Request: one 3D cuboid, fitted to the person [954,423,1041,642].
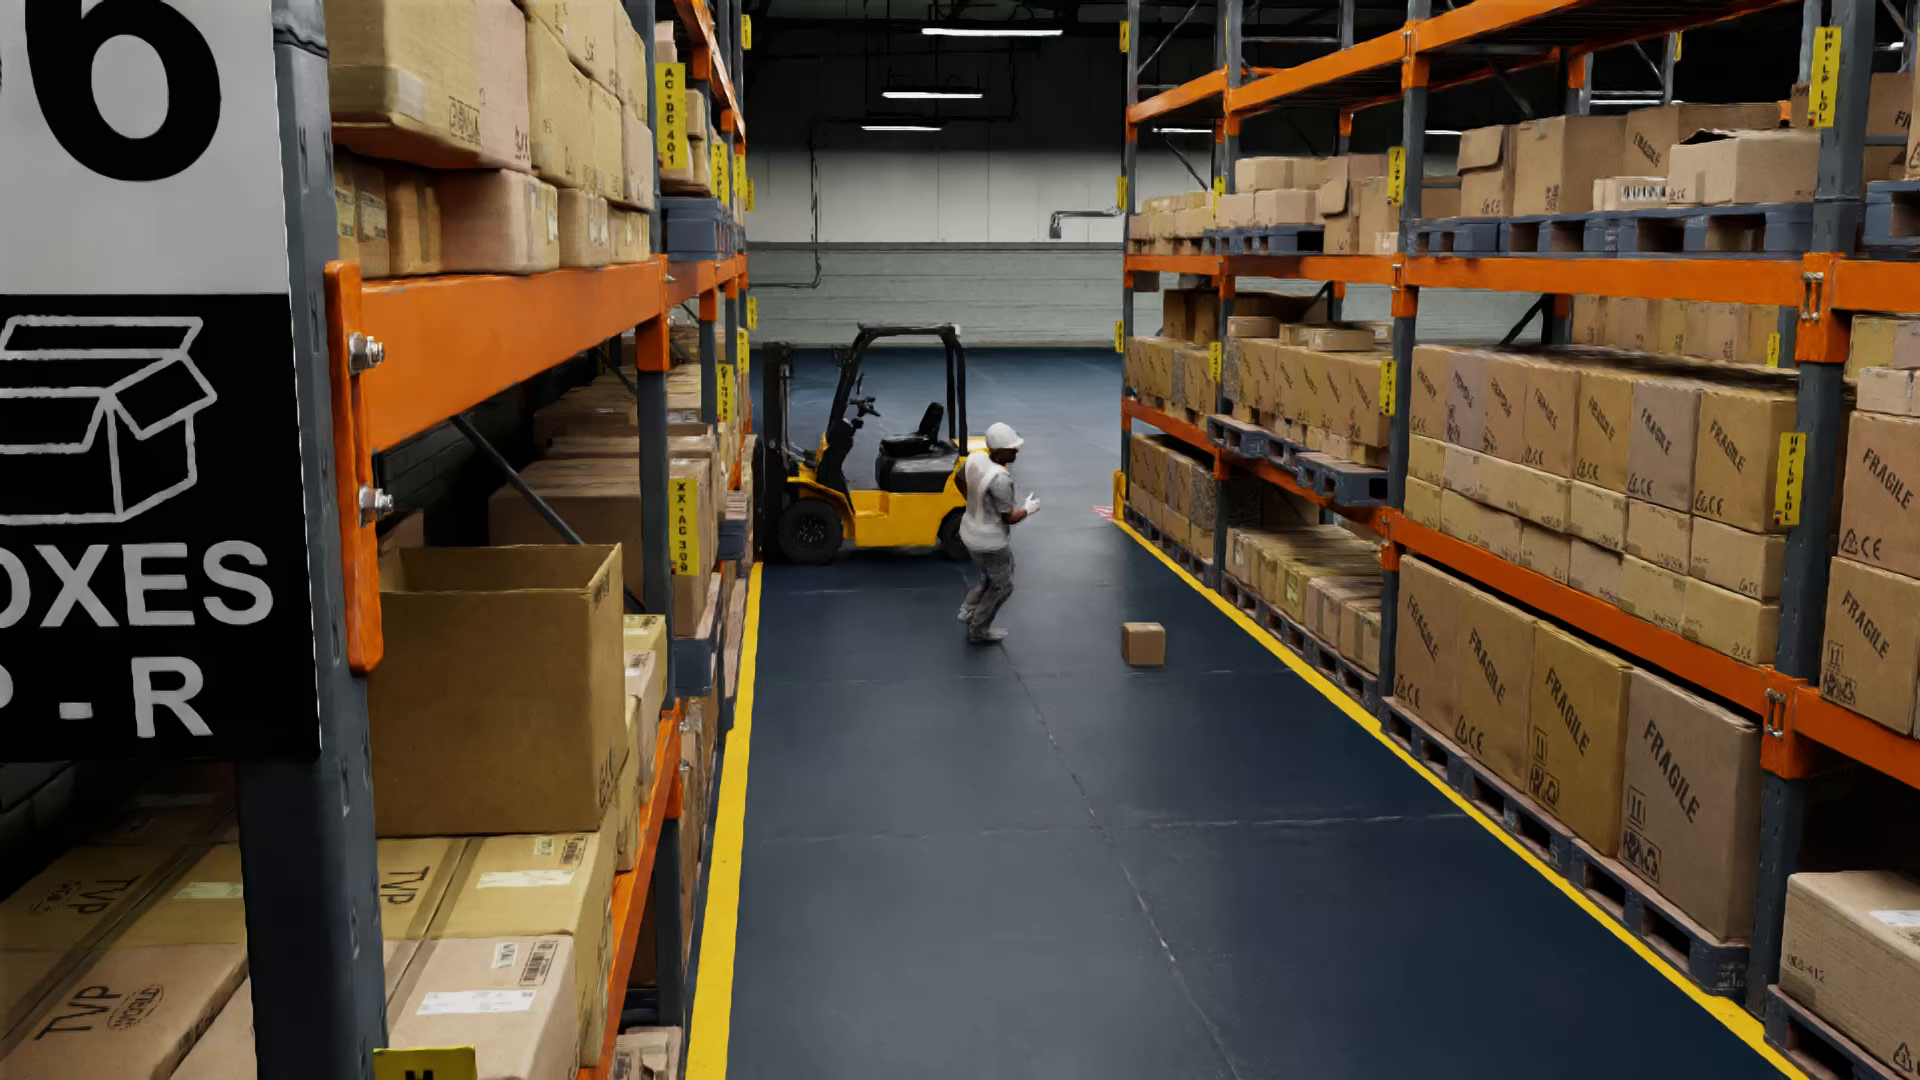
[{"bbox_3d":[0.269,-0.046,11.966,0.573,1.661,0.941,-3,10,-16],"label":"person"}]
